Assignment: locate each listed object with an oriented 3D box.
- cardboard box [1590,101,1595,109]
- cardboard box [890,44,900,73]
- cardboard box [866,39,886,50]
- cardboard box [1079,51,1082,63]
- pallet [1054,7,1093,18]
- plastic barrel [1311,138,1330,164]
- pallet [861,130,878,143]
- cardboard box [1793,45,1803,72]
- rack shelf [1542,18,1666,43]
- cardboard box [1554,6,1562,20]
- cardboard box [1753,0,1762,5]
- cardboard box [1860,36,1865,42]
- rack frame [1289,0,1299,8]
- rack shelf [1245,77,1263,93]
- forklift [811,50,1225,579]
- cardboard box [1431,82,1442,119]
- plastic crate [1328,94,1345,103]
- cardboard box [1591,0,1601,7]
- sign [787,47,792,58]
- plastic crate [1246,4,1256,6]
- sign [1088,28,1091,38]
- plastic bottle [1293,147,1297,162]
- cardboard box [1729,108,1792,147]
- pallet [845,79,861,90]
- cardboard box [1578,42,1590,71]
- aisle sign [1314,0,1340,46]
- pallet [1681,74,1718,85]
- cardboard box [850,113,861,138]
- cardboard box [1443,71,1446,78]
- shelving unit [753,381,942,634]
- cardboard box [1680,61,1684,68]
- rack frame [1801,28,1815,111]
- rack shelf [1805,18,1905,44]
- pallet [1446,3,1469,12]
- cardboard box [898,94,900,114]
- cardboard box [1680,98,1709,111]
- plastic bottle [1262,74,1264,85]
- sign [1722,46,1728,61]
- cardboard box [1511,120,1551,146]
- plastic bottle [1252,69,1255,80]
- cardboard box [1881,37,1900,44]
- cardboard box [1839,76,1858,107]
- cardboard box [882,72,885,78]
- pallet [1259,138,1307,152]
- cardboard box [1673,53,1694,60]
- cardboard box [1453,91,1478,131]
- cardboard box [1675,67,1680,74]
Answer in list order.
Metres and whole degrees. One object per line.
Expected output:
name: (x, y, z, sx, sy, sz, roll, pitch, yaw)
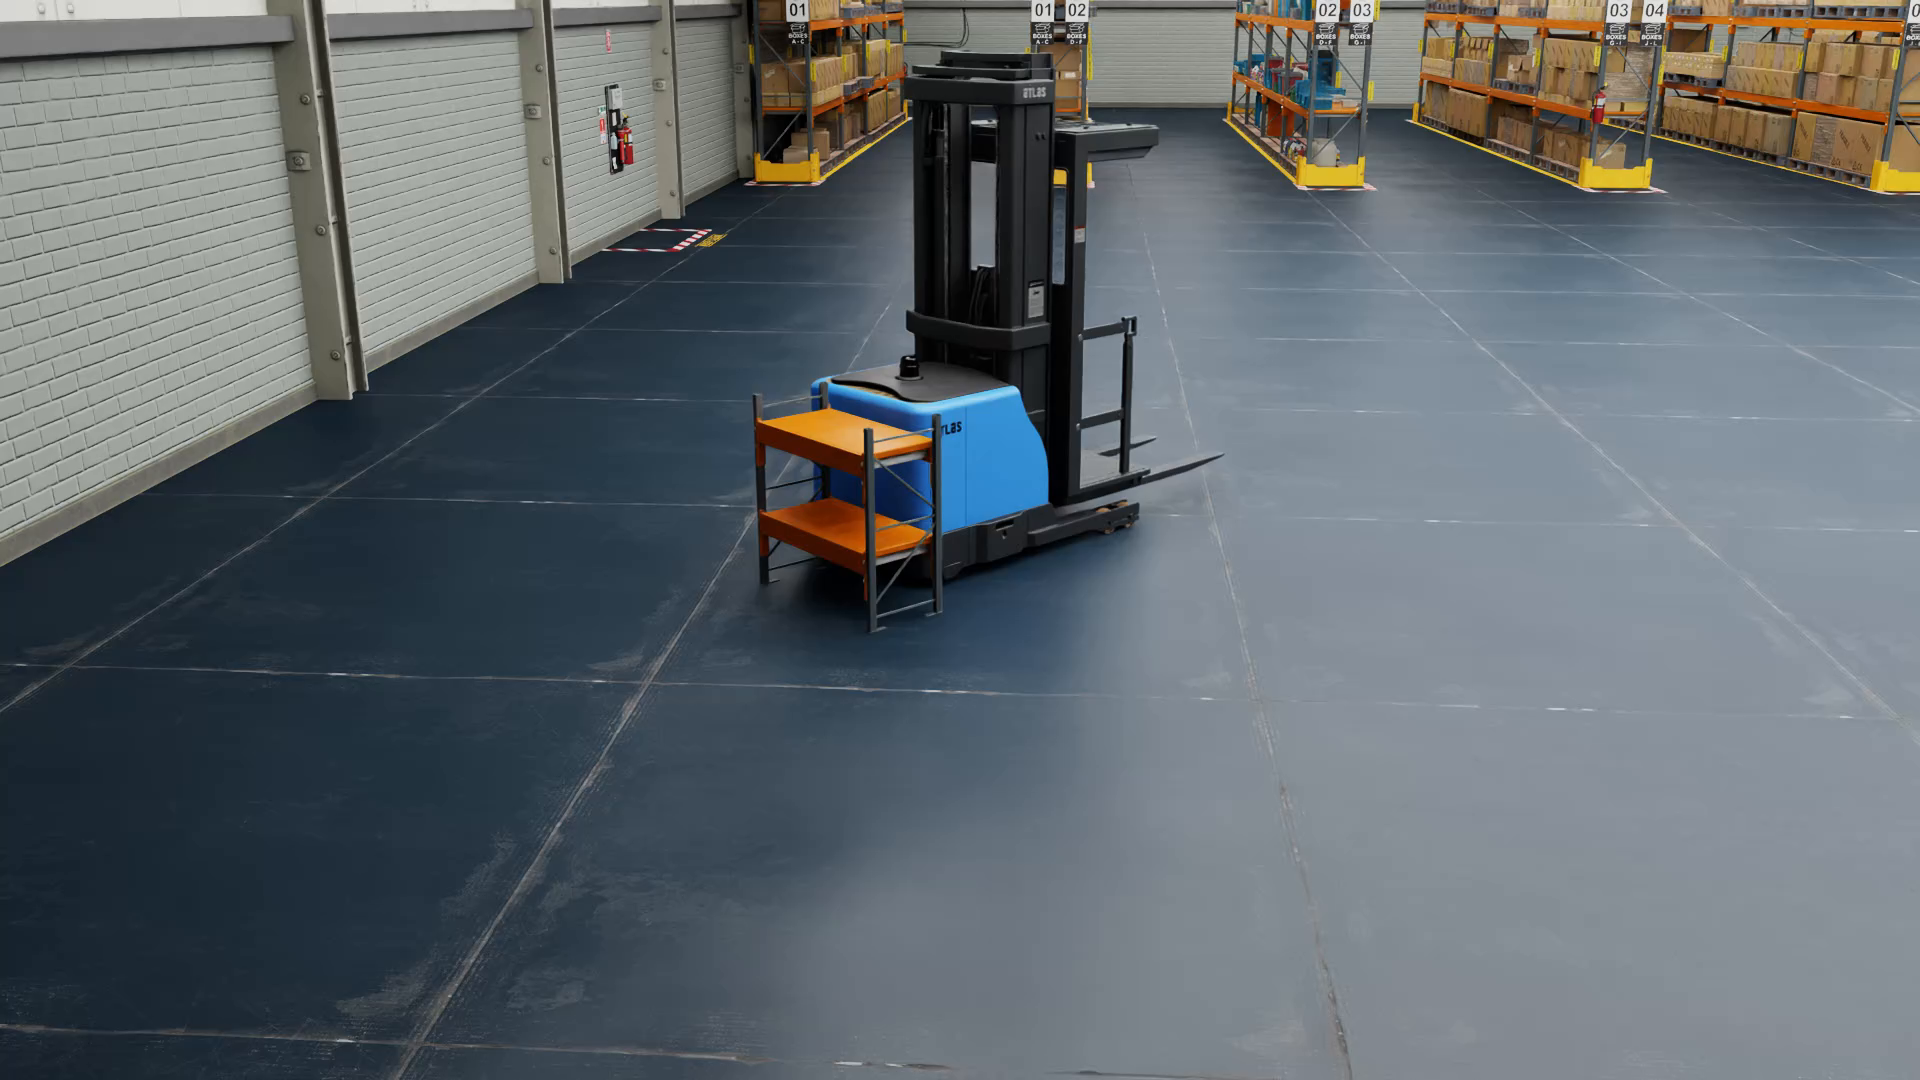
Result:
cardboard box: (11.470, -7.746, 29.650, 0.380, 0.149, 0.250, 1, 18, 4)
cardboard box: (-2.106, -12.754, 44.046, 0.980, 0.700, 0.700, 1, 18, 3)
cardboard box: (-2.103, -12.158, 40.834, 0.500, 0.250, 0.500, 2, 18, 5)
cardboard box: (2.518, -11.127, 38.728, 0.700, 0.500, 0.500, 5, 19, 14)
pallet: (2.293, -11.177, 35.204, 1.003, 0.211, 1.213, 2, 18, 6)
plastic barrel: (6.703, -7.185, 30.853, 0.421, 0.512, 0.421, 0, 18, 0)
pallet: (-2.480, -9.429, 38.861, 1.003, 0.211, 1.213, 1, 18, 4)
cardboard box: (16.893, -9.472, 32.747, 0.700, 0.500, 0.500, 1, 18, 3)
rack shelf: (11.780, -9.400, 30.630, 1.077, 0.370, 4.000, 1, 18, 4)
cardboard box: (11.603, -9.993, 31.526, 0.500, 0.250, 0.500, 1, 18, 3)
cardboard box: (16.843, -11.263, 34.568, 0.500, 0.250, 0.500, 2, 18, 5)
cardboard box: (22.184, -12.033, 40.564, 0.500, 0.500, 0.500, 1, 18, 3)
rack frame: (6.983, -11.899, 32.284, 1.000, 3.000, 0.127, 1, 18, 4)
rack shelf: (7.413, -10.569, 39.017, 1.077, 0.370, 4.000, 1, 18, 4)
forklift: (0.514, -1.535, 10.400, 3.031, 2.935, 1.130, -16, 24, -41)
cardboard box: (12.752, -11.371, 43.046, 0.875, 0.875, 0.875, 1, 18, 4)
plastic crate: (7.120, -8.413, 31.703, 0.530, 0.136, 0.437, 1, 18, 4)
cardboard box: (11.391, -9.497, 29.374, 0.380, 0.149, 0.250, 0, 18, 2)
sign: (-3.452, -9.830, 33.747, 0.100, 0.325, 0.005, 1, 18, 4)
plastic crate: (7.304, -13.168, 41.245, 0.416, 0.233, 0.300, 1, 18, 4)
sign: (3.455, -13.568, 44.647, 0.100, 0.325, 0.005, 1, 18, 4)
plastic bottle: (6.381, -7.341, 31.664, 0.061, 0.283, 0.133, 2, 18, 5)
cardboard box: (16.958, -8.709, 35.124, 1.050, 0.750, 0.750, 2, 18, 5)
pallet: (-2.713, -9.804, 35.835, 1.003, 0.211, 1.213, 1, 18, 4)
cardboard box: (11.460, -8.691, 29.885, 0.500, 0.500, 0.500, 1, 18, 4)
aisle sign: (6.395, -9.025, 28.974, 0.394, 0.787, 0.004, 1, 18, 4)
pallet: (17.251, -10.562, 38.148, 1.003, 0.211, 1.213, 1, 18, 4)
cardboard box: (-2.611, -9.308, 37.319, 0.700, 0.500, 0.500, 2, 18, 5)
cardboard box: (12.229, -11.564, 41.301, 0.380, 0.149, 0.250, 1, 18, 3)
shelving unit: (-0.629, -0.207, 9.249, 0.538, 1.125, 1.048, -15, 23, -38)
cardboard box: (16.861, -10.982, 38.371, 0.380, 0.149, 0.250, 1, 18, 3)
rack frame: (22.668, -12.443, 43.580, 1.000, 3.000, 0.127, 1, 18, 4)
rack shelf: (16.720, -9.258, 30.197, 1.077, 0.370, 4.000, 1, 18, 4)
pallet: (12.566, -13.059, 40.785, 1.003, 0.211, 1.213, 1, 18, 4)
cardboard box: (-1.988, -11.788, 44.921, 0.700, 0.500, 0.500, 1, 18, 4)
cardboard box: (17.044, -10.101, 38.567, 0.500, 0.250, 0.500, 2, 18, 6)
plastic bottle: (6.890, -10.442, 37.659, 0.061, 0.283, 0.133, 1, 18, 4)
sign: (16.608, -10.559, 36.099, 0.100, 0.325, 0.005, 1, 18, 4)
cardboard box: (12.121, -8.643, 35.292, 0.700, 0.500, 0.500, 3, 18, 9)
plastic bottle: (7.082, -11.187, 39.954, 0.097, 0.271, 0.097, 0, 18, 0)
cardboard box: (22.063, -11.593, 39.220, 0.500, 0.500, 0.500, 1, 18, 5)
cardboard box: (16.738, -8.248, 30.538, 0.875, 0.550, 0.500, 1, 18, 4)
cardboard box: (-2.061, -11.454, 40.932, 0.380, 0.149, 0.250, 2, 18, 5)
pallet: (7.176, -8.725, 36.712, 1.003, 0.211, 1.213, 1, 18, 4)
cardboard box: (16.895, -11.287, 38.825, 0.380, 0.149, 0.250, 1, 18, 3)
cardboard box: (12.408, -10.135, 39.274, 1.225, 0.875, 0.875, 1, 18, 2)
cardboard box: (16.877, -10.927, 38.683, 0.380, 0.149, 0.250, 0, 18, 1)
